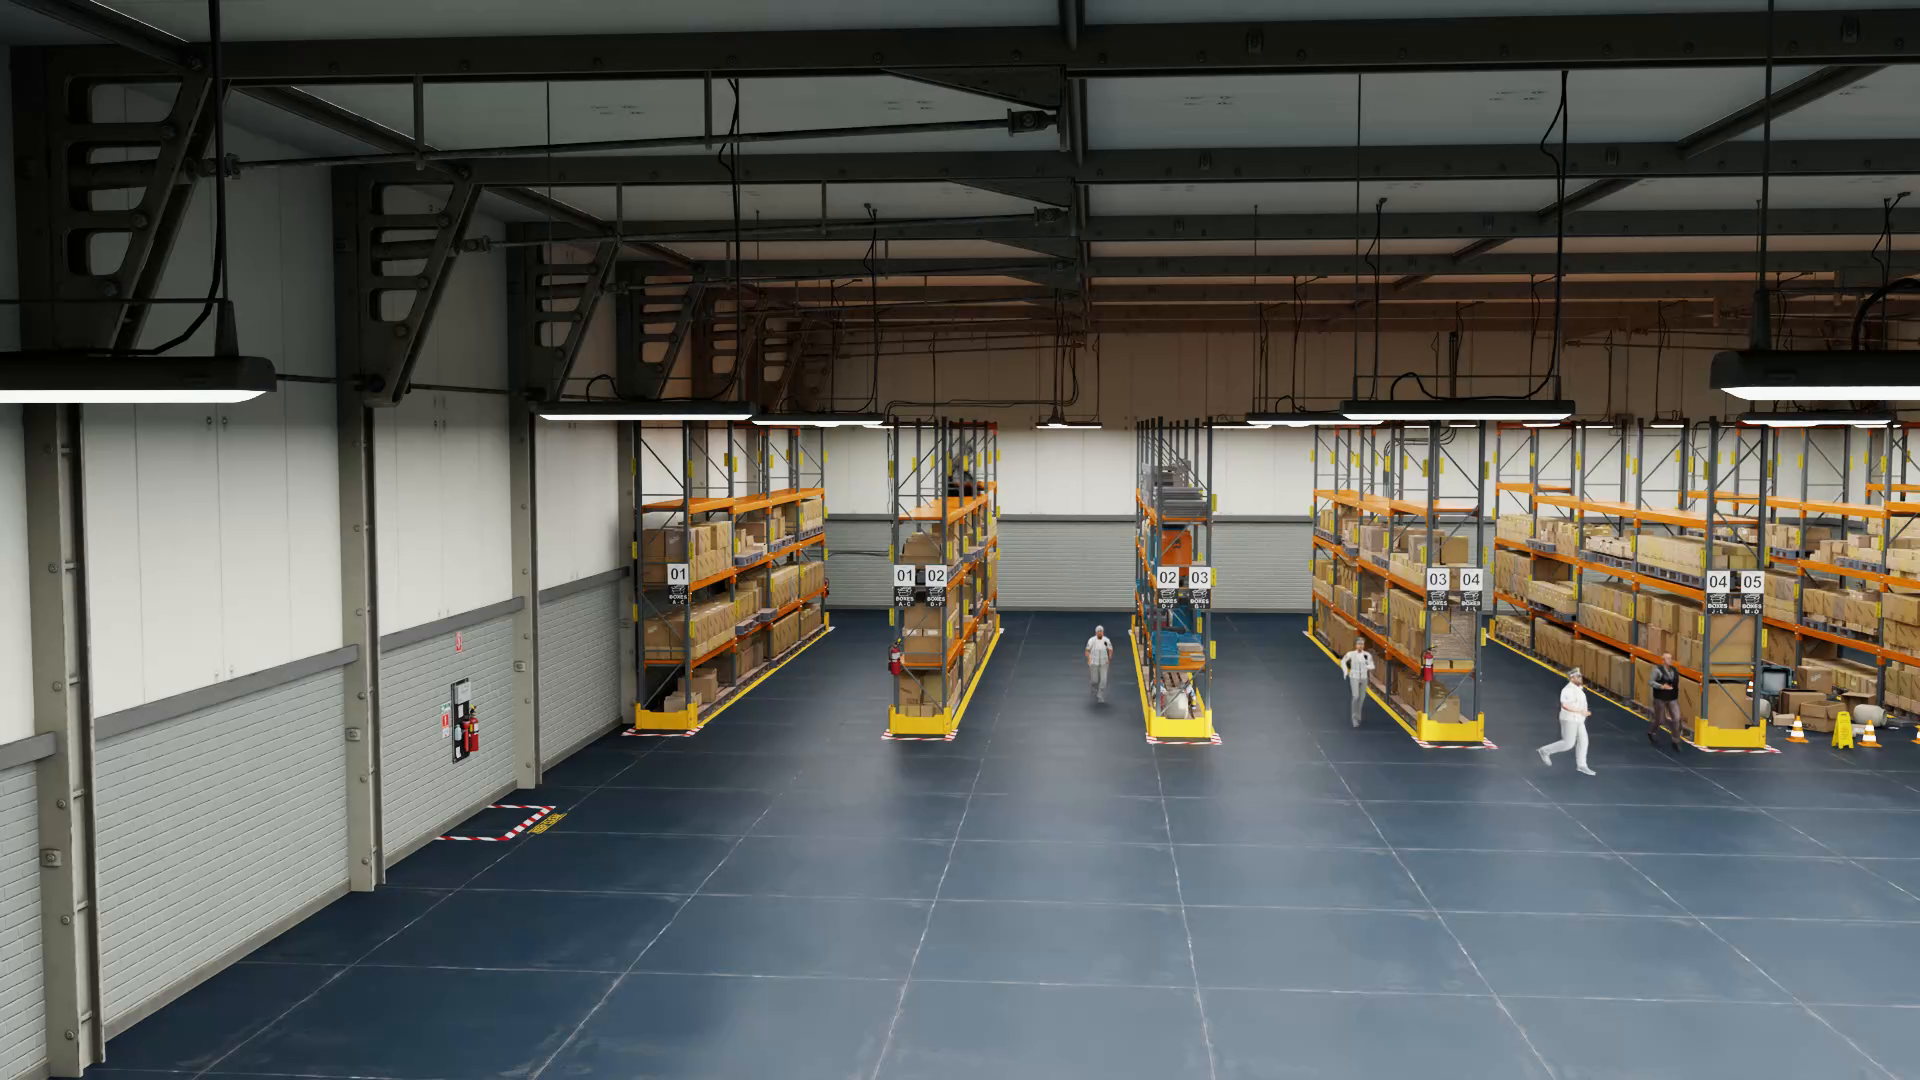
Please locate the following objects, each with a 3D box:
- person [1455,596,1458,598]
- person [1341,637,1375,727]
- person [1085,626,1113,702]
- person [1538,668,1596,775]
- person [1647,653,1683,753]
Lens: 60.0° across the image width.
[{"bbox_3d":[13.601,1.944,46.304,0.576,1.545,0.544,3,5,38],"label":"person"},{"bbox_3d":[7.793,2.762,32.536,0.578,1.740,0.632,0,4,-1],"label":"person"},{"bbox_3d":[2.960,2.617,35.353,0.593,1.619,0.586,0,4,-1],"label":"person"},{"bbox_3d":[10.257,3.027,27.969,0.910,1.782,0.672,3,5,43],"label":"person"},{"bbox_3d":[12.737,2.916,30.052,0.687,1.727,0.926,0,4,-6],"label":"person"}]
